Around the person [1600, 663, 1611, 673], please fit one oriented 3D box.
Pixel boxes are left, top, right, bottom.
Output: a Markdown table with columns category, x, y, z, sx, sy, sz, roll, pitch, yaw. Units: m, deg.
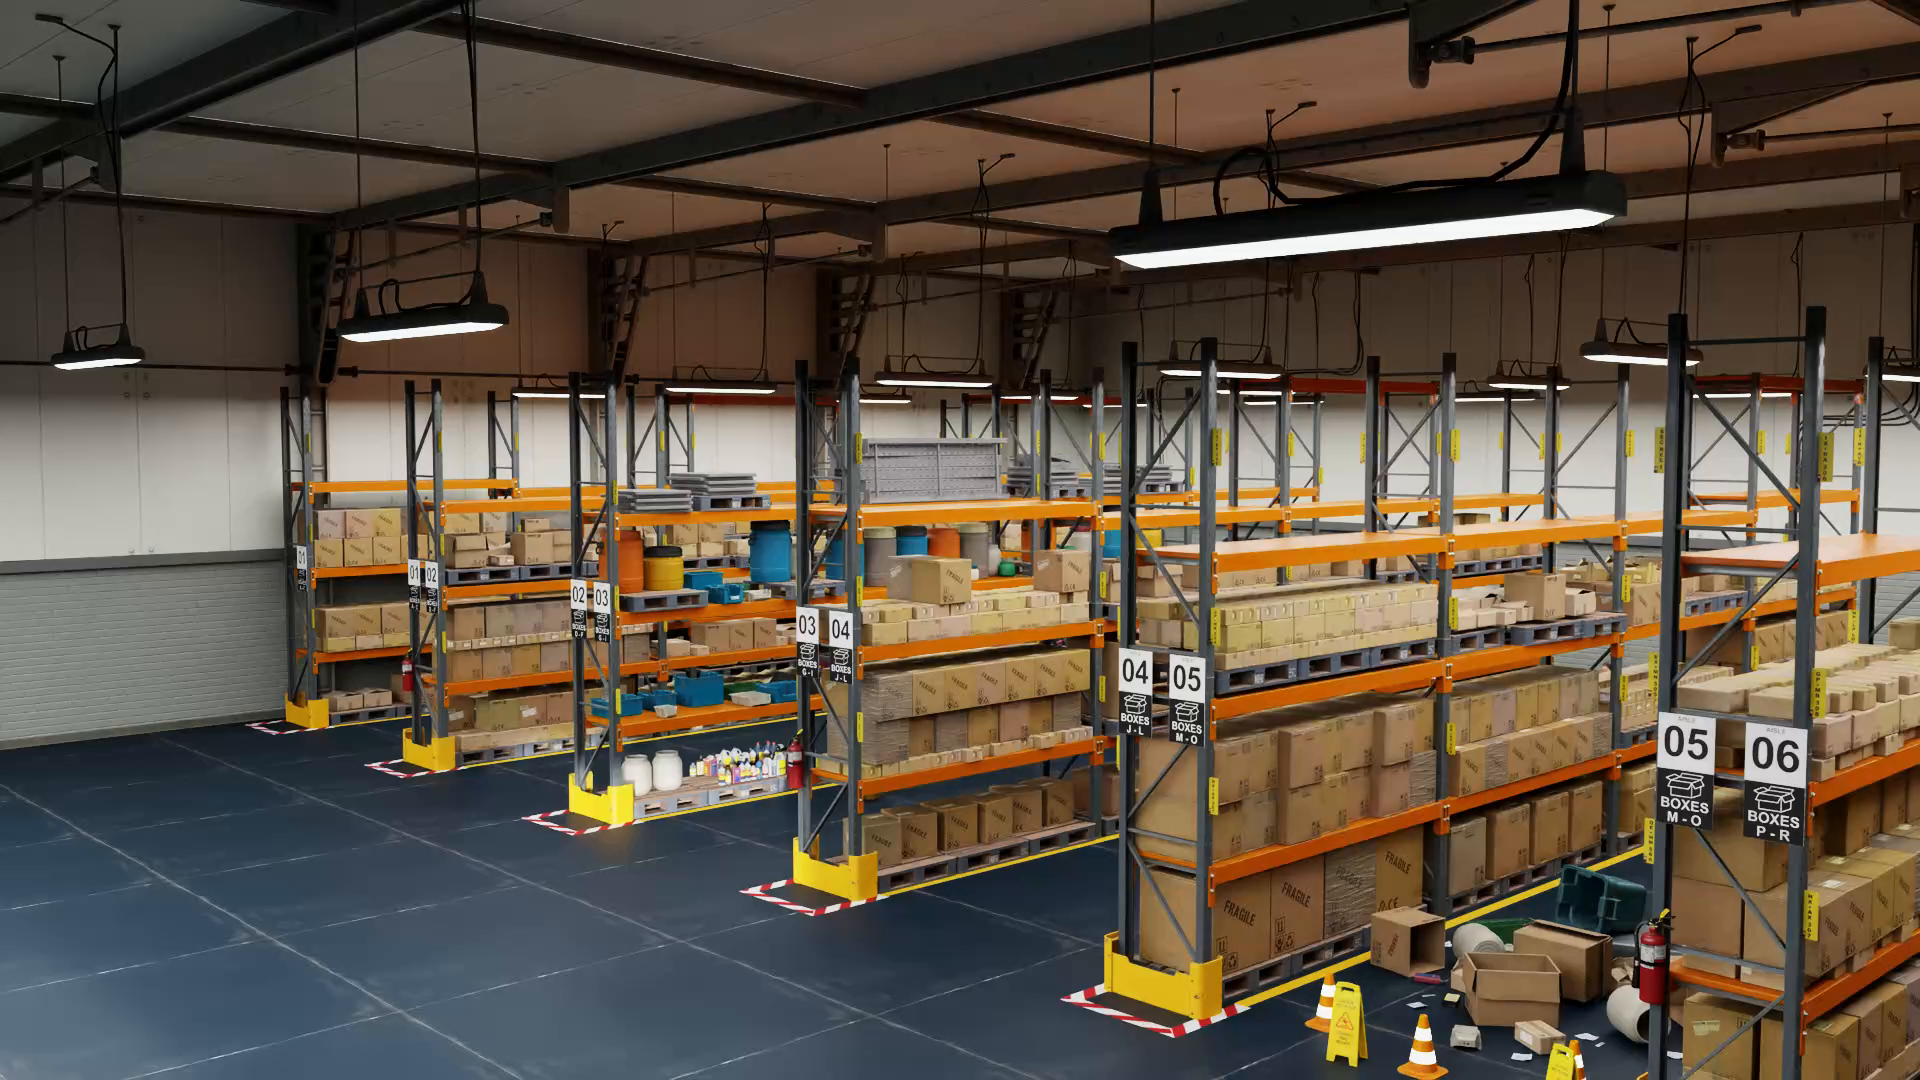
| category | x | y | z | sx | sy | sz | roll | pitch | yaw |
| --- | --- | --- | --- | --- | --- | --- | --- | --- | --- |
| person | 9.881 | 2.713 | 25.343 | 0.792 | 1.691 | 0.547 | -3 | 5 | -39 |

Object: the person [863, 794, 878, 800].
| category | x | y | z | sx | sy | sz | roll | pitch | yaw |
| --- | --- | --- | --- | --- | --- | --- | --- | --- | --- |
| person | -1.366 | 2.802 | 23.102 | 0.658 | 1.726 | 0.798 | 2 | 4 | 31 |
